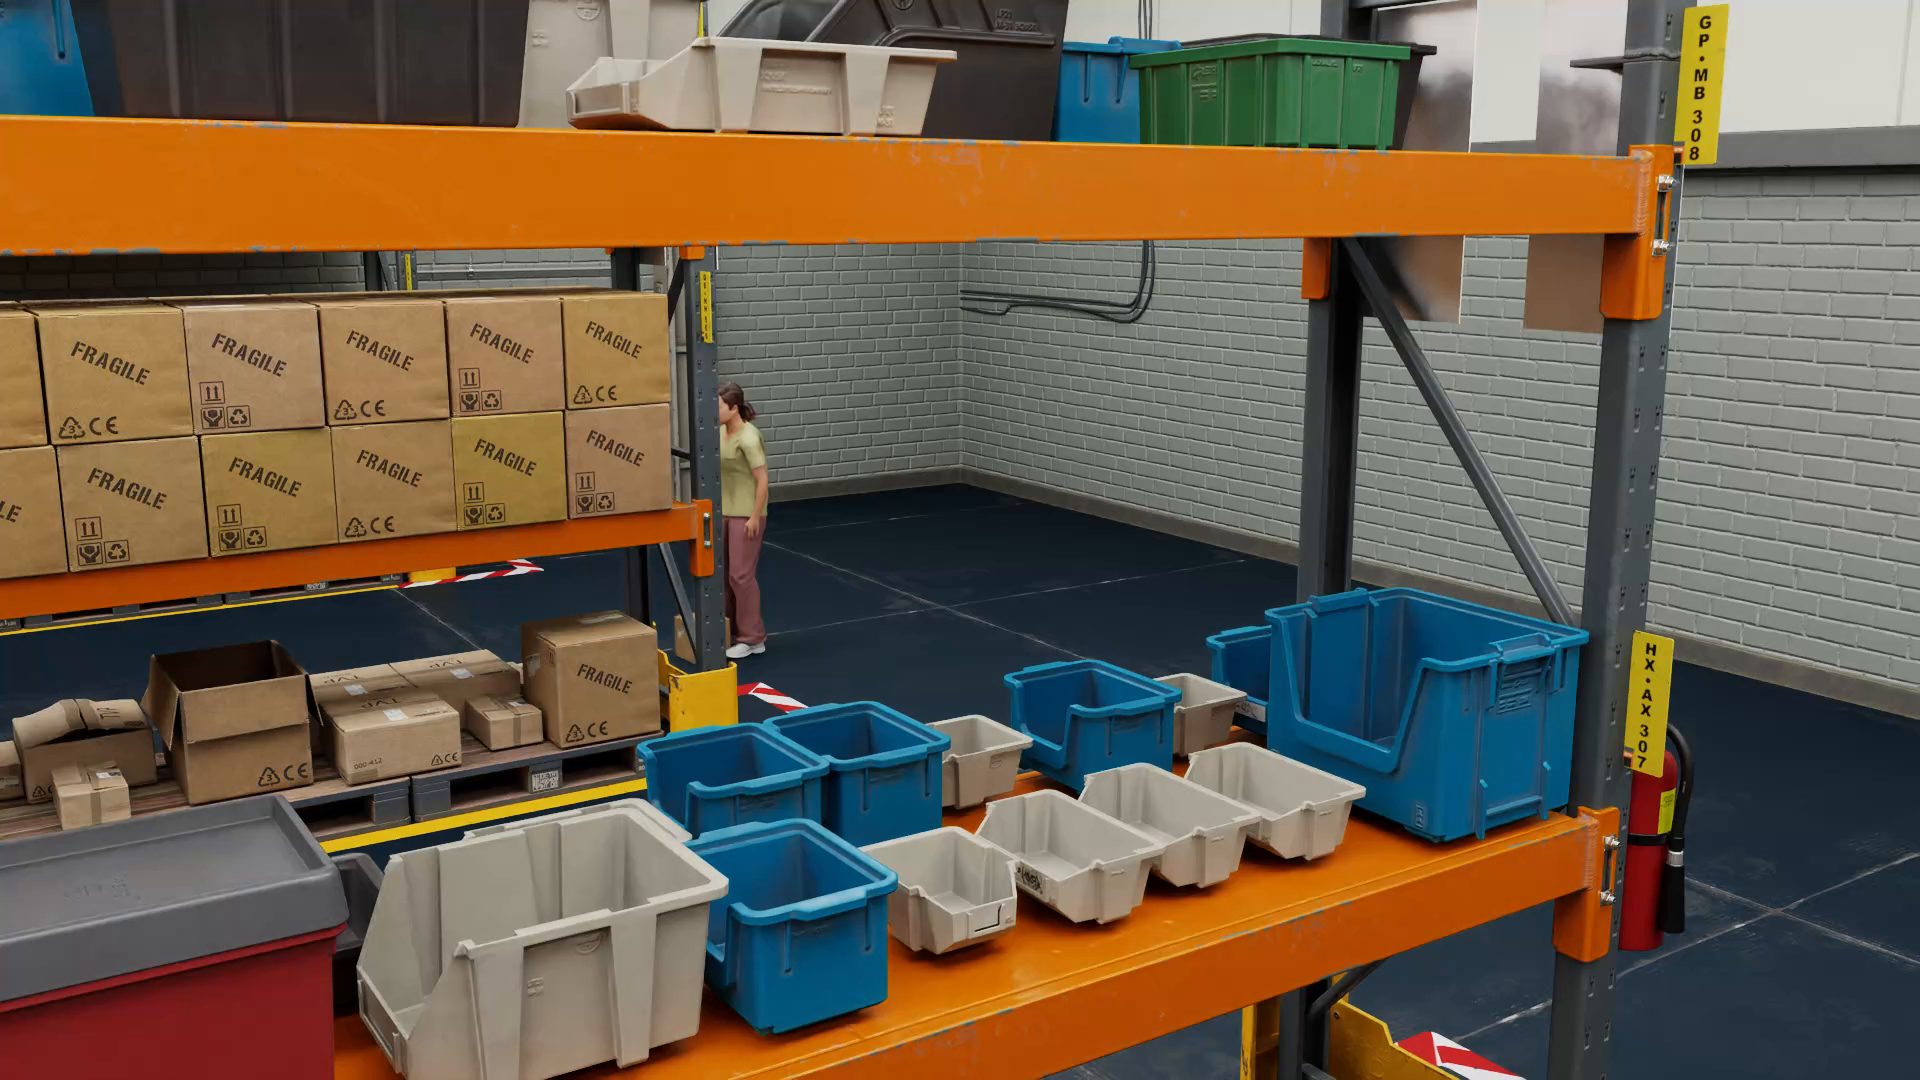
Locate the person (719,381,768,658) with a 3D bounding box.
[{"bbox_3d":[-1.361,-0.134,10.113,0.363,1.672,0.498,-8,14,-35],"label":"person"}]
